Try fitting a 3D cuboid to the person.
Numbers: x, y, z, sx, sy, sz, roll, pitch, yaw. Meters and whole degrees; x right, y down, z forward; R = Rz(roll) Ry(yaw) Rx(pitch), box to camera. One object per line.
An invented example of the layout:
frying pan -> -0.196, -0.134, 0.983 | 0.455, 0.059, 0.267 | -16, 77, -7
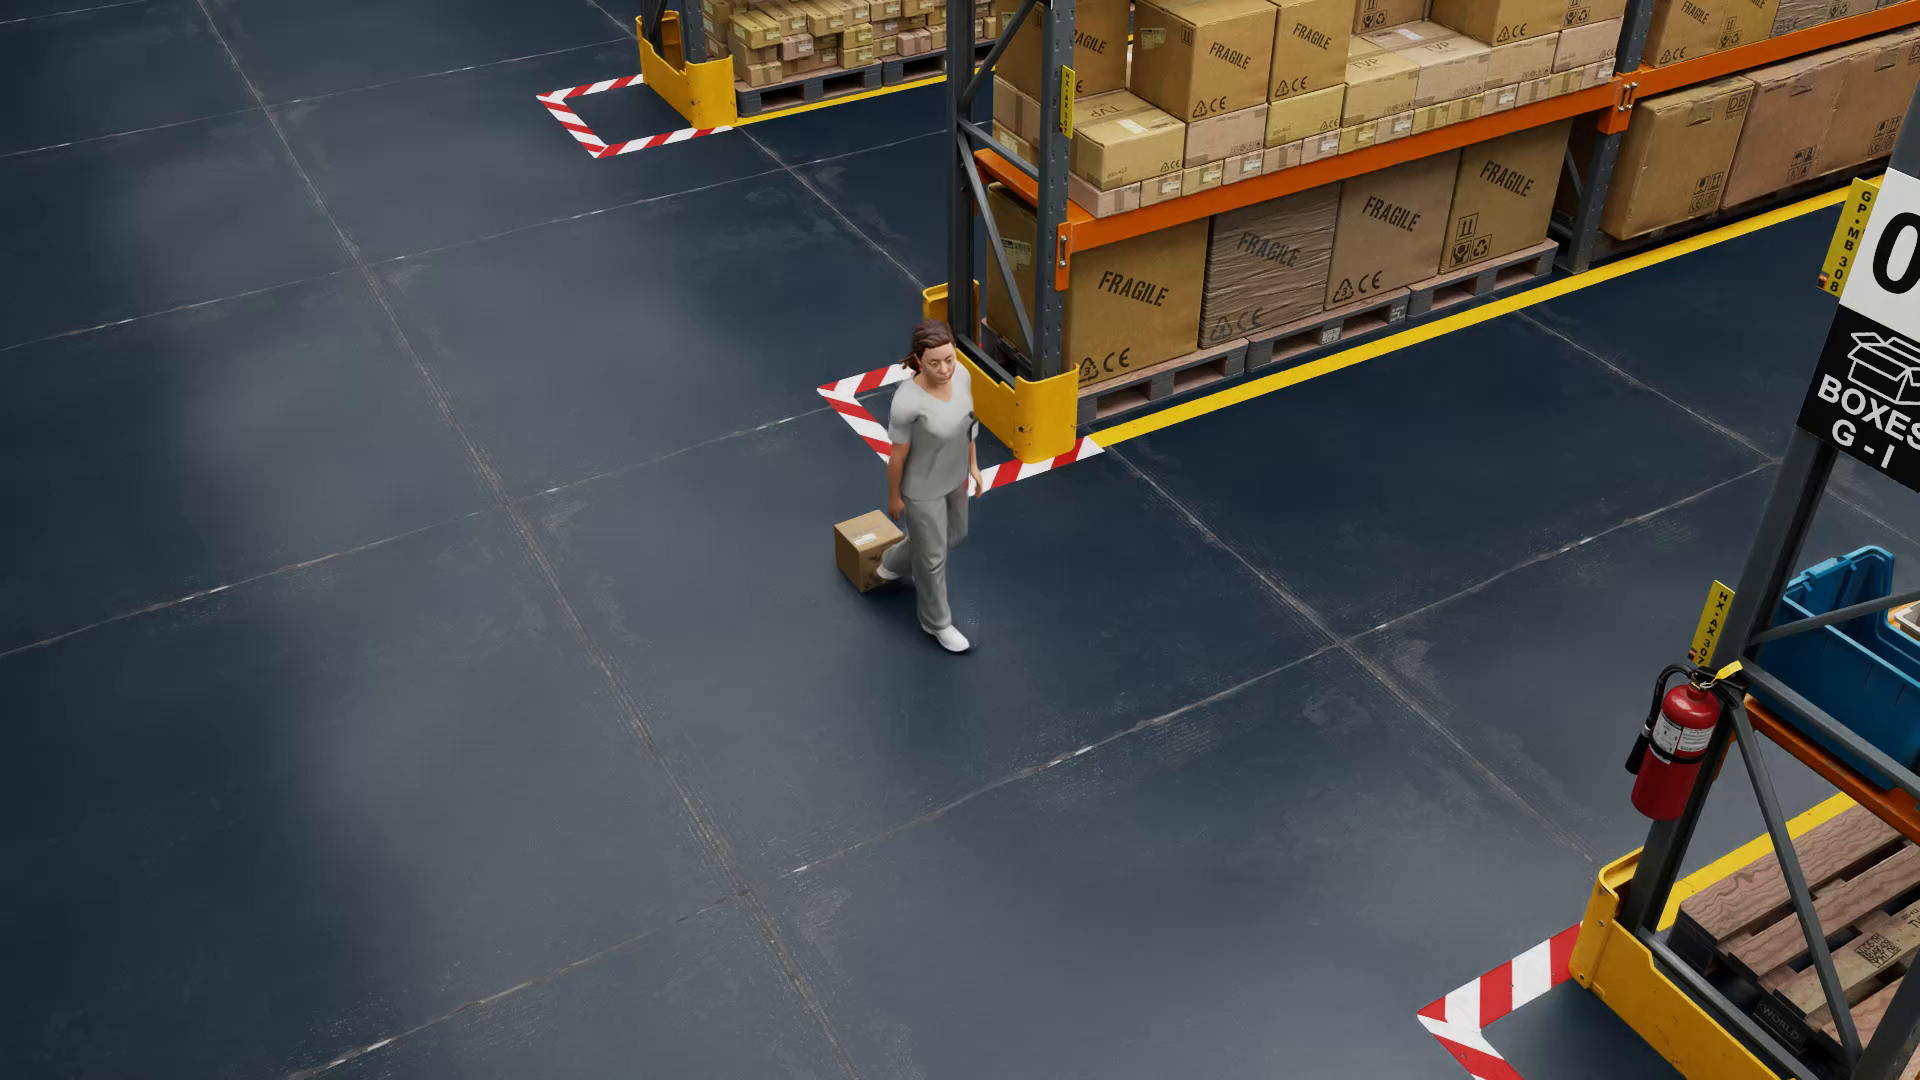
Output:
person -> -0.165, -0.288, 7.308 | 0.616, 1.666, 0.501 | 28, 45, 32
